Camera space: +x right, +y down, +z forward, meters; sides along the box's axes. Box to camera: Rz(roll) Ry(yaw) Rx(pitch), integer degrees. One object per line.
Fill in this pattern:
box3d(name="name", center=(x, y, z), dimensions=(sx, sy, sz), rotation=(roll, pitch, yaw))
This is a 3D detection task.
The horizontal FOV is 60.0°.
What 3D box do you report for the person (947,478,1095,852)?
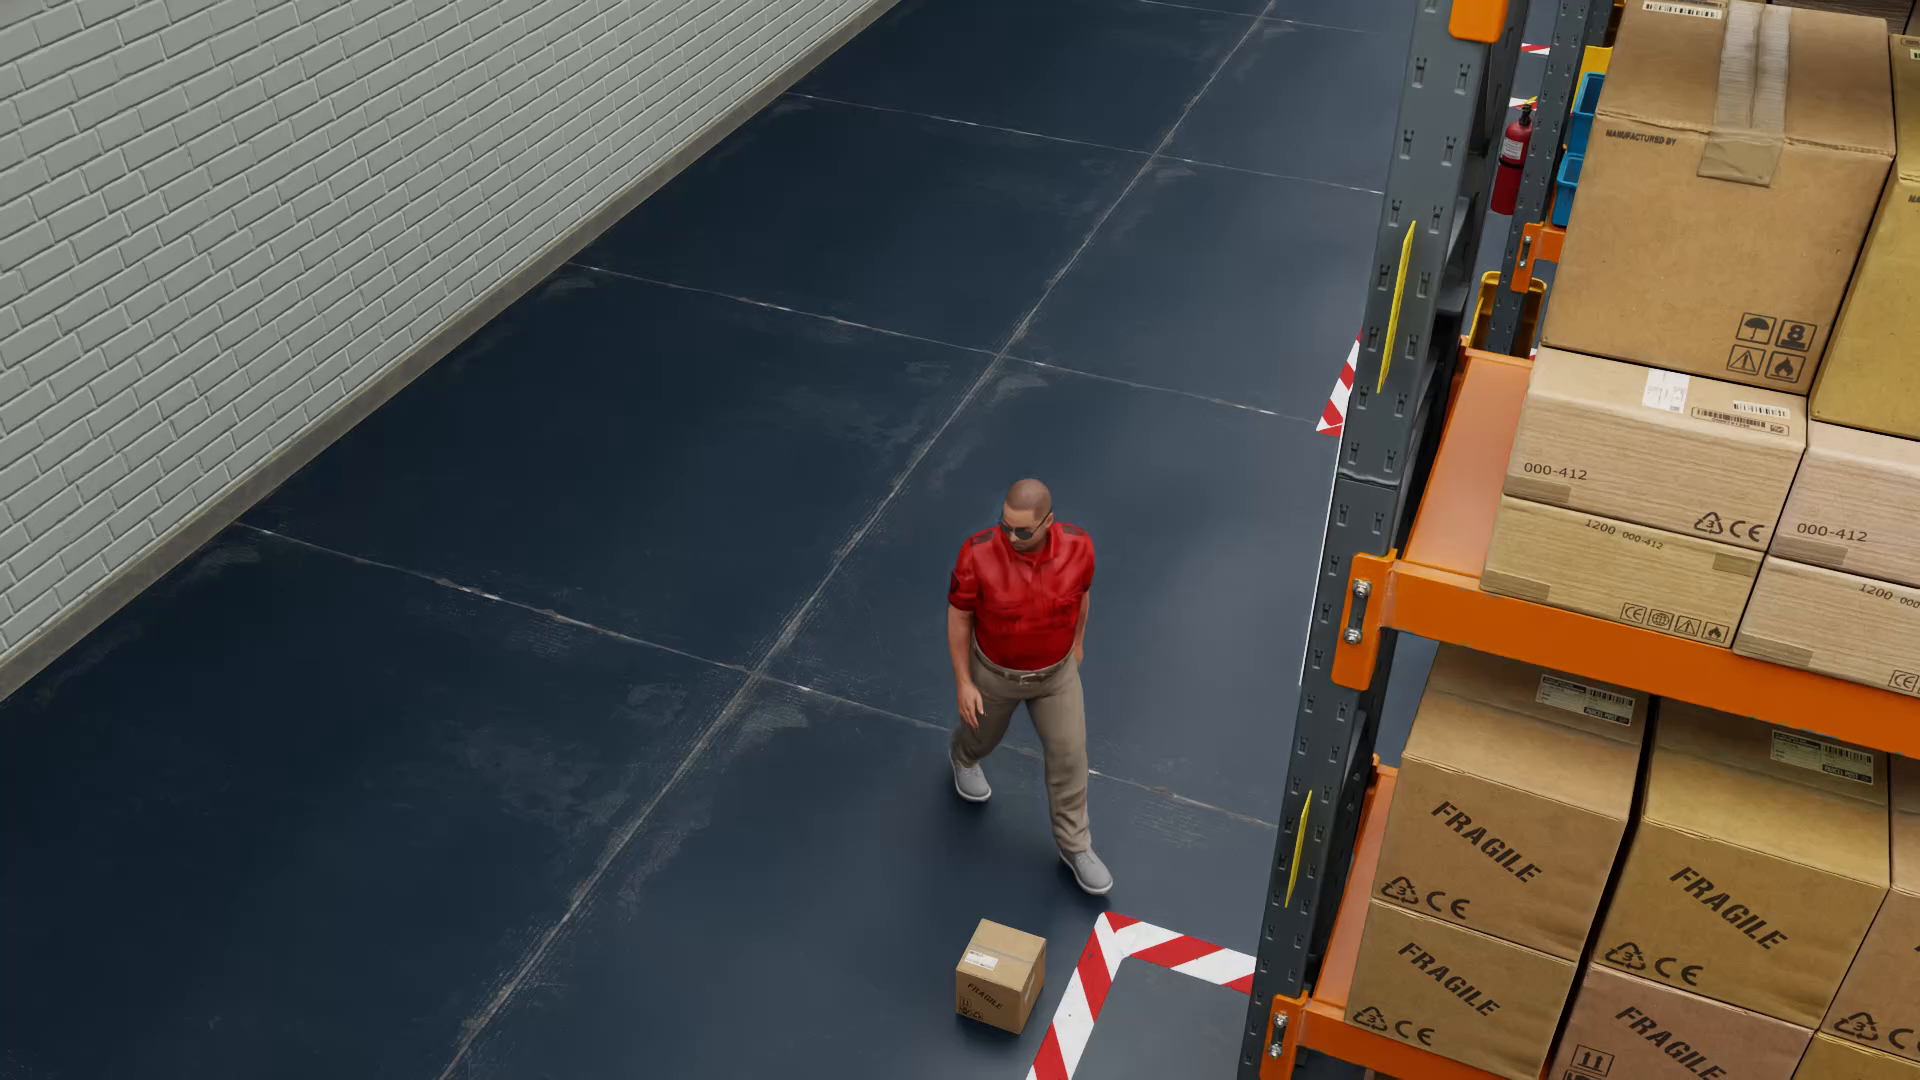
box3d(name="person", center=(0.218, 0.422, 6.220), dimensions=(0.556, 1.631, 0.711), rotation=(-8, 38, -10))
